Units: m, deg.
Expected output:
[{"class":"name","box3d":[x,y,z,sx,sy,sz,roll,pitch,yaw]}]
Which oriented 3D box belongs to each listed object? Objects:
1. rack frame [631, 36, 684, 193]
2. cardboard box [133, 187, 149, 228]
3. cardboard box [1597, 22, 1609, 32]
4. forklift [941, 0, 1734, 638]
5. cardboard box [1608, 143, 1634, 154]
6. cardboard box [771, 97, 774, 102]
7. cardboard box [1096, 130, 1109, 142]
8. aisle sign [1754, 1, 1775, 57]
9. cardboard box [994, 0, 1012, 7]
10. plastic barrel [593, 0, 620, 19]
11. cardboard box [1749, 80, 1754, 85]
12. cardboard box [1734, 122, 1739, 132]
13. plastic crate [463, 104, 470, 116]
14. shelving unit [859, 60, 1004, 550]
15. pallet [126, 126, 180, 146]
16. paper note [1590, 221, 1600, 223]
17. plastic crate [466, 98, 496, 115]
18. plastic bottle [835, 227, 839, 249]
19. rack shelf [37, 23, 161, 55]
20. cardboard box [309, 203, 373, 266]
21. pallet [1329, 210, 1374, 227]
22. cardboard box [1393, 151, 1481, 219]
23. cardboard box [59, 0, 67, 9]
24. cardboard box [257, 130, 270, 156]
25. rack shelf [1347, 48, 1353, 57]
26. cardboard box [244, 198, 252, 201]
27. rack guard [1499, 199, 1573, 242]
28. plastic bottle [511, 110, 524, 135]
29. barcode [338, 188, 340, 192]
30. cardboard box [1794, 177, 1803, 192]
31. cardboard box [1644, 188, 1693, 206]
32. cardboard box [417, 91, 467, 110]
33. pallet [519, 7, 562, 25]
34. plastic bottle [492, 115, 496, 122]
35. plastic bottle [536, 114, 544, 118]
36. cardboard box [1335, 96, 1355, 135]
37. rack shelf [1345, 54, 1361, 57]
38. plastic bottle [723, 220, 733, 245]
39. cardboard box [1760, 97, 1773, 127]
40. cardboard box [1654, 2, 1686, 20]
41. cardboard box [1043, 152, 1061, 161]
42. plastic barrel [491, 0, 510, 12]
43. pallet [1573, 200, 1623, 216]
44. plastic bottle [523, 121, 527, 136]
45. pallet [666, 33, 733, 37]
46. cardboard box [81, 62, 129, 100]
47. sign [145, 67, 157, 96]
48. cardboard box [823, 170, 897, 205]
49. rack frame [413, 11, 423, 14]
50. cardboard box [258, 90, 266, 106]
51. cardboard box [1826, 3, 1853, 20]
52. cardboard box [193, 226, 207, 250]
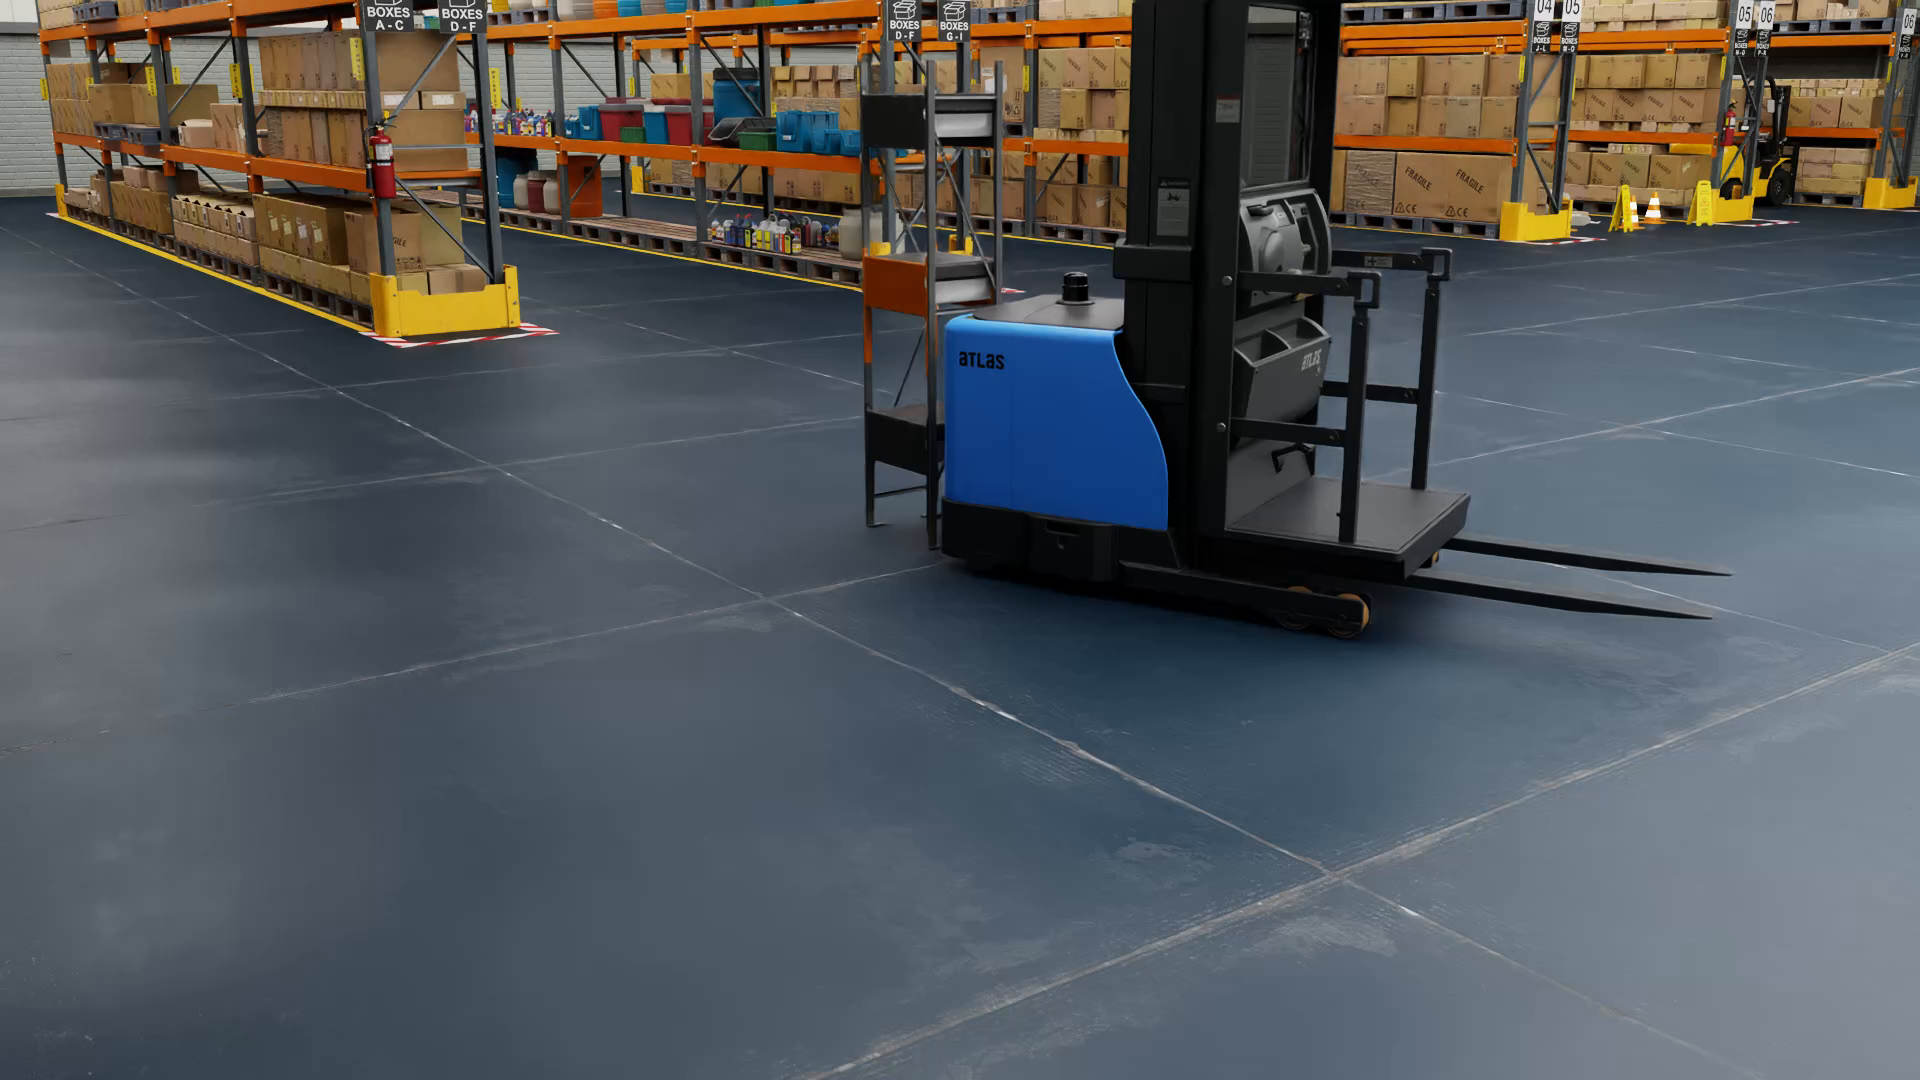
[{"class":"rack frame","box3d":[-5.736,-8.189,31.815,1.000,3.000,0.127,-11,19,-35]},{"class":"cardboard box","box3d":[-10.405,-4.336,21.636,0.500,0.500,0.500,-12,19,-37]},{"class":"cardboard box","box3d":[10.228,-8.056,26.122,0.380,0.149,0.250,-11,19,-34]},{"class":"forklift","box3d":[1.456,-1.206,6.429,3.031,2.935,1.130,9,18,29]},{"class":"cardboard box","box3d":[10.436,-6.171,26.205,0.380,0.149,0.250,-10,18,-32]},{"class":"cardboard box","box3d":[-3.020,-7.139,27.788,0.500,0.500,0.500,-11,19,-34]},{"class":"cardboard box","box3d":[1.957,-5.150,21.186,0.380,0.149,0.250,-11,19,-35]},{"class":"aisle sign","box3d":[11.974,-7.600,24.736,0.394,0.787,0.004,-11,19,-35]},{"class":"cardboard box","box3d":[0.686,-7.397,22.695,0.396,0.266,0.258,-10,18,-33]},{"class":"plastic barrel","box3d":[-4.347,-7.017,21.037,0.600,0.830,0.708,-11,19,-35]},{"class":"cardboard box","box3d":[14.117,-8.064,29.375,0.380,0.149,0.250,-11,19,-35]},{"class":"cardboard box","box3d":[11.655,-6.294,25.367,0.380,0.149,0.250,-11,19,-34]},{"class":"plastic crate","box3d":[-7.941,-6.634,26.050,0.392,0.384,0.575,-11,19,-35]},{"class":"shelving unit","box3d":[-0.127,-1.051,7.439,0.431,2.100,0.503,-12,19,-36]},{"class":"pallet","box3d":[-9.503,-4.985,20.472,1.213,0.211,1.003,-11,19,-35]},{"class":"paper note","box3d":[9.521,-4.772,24.952,0.142,0.019,0.148,10,18,33]},{"class":"plastic crate","box3d":[-7.713,-6.856,26.707,0.402,0.464,0.583,-11,19,-35]},{"class":"plastic bottle","box3d":[-1.351,-3.409,18.684,0.097,0.271,0.097,0,15,0]},{"class":"rack shelf","box3d":[-12.576,-7.325,24.338,1.077,0.370,4.000,-11,19,-35]},{"class":"cardboard box","box3d":[-5.500,-2.753,14.947,0.500,0.500,0.500,-11,19,-35]},{"class":"pallet","box3d":[5.774,-4.856,24.917,1.003,0.211,1.213,-11,19,-35]},{"class":"cardboard box","box3d":[6.771,-5.021,23.468,0.875,0.875,0.875,-11,19,-35]},{"class":"cardboard box","box3d":[-12.489,-7.690,23.645,0.500,0.250,0.500,-11,19,-35]},{"class":"cardboard box","box3d":[-7.021,-4.116,17.216,0.500,0.250,0.500,-9,18,-31]},{"class":"rack shelf","box3d":[5.807,-9.546,32.453,1.077,0.370,4.000,-11,19,-35]},{"class":"cardboard box","box3d":[-7.935,-3.799,19.125,0.500,0.311,0.500,-11,19,-35]},{"class":"rack guard","box3d":[7.757,-4.310,22.377,1.175,0.500,0.348,-11,19,-35]},{"class":"plastic bottle","box3d":[-6.354,-5.993,23.884,0.144,0.351,0.185,-11,19,-35]},{"class":"barcode","box3d":[-6.509,-3.679,17.418,0.001,0.075,0.075,-11,19,-35]},{"class":"cardboard box","box3d":[14.597,-6.226,29.053,0.500,0.250,0.500,-11,19,-34]},{"class":"cardboard box","box3d":[10.980,-5.323,25.756,0.500,0.250,0.500,-11,19,-35]},{"class":"cardboard box","box3d":[-4.401,-3.714,14.046,0.380,0.149,0.250,-11,19,-35]},{"class":"pallet","box3d":[-5.410,-7.246,23.045,1.003,0.211,1.213,-11,19,-35]},{"class":"plastic bottle","box3d":[-6.883,-6.151,24.602,0.152,0.276,0.135,-11,19,-35]},{"class":"plastic bottle","box3d":[-6.307,-6.258,24.994,0.152,0.276,0.135,-11,19,-35]},{"class":"cardboard box","box3d":[5.959,-6.257,24.469,0.875,0.550,0.550,-11,19,-35]},{"class":"rack shelf","box3d":[7.468,-11.171,38.391,1.077,0.370,4.000,-11,19,-35]},{"class":"plastic bottle","box3d":[-2.642,-3.556,19.211,0.152,0.276,0.135,-10,18,-33]},{"class":"cardboard box","box3d":[14.295,-7.522,29.187,0.500,0.500,0.500,-11,19,-34]},{"class":"cardboard box","box3d":[10.884,-8.006,25.184,0.500,0.250,0.500,-11,19,-35]},{"class":"cardboard box","box3d":[1.833,-6.910,29.661,0.500,0.250,0.500,-10,18,-33]},{"class":"plastic barrel","box3d":[-6.690,-8.143,24.812,0.600,0.588,0.600,0,15,0]},{"class":"pallet","box3d":[10.480,-5.421,26.984,1.003,0.211,1.213,-11,19,-35]},{"class":"plastic bottle","box3d":[-6.154,-5.838,23.600,0.097,0.201,0.097,0,15,0]},{"class":"pallet","box3d":[-4.570,-9.176,29.905,1.003,0.211,1.213,-11,19,-35]},{"class":"cardboard box","box3d":[-11.907,-6.397,23.181,0.500,0.500,0.500,-11,19,-34]},{"class":"sign","box3d":[-9.481,-5.378,19.501,0.100,0.325,0.005,-11,19,-35]},{"class":"cardboard box","box3d":[-1.422,-5.809,26.348,1.225,0.875,0.875,-12,19,-37]},{"class":"rack frame","box3d":[-9.743,-10.314,28.214,1.000,3.000,0.127,-11,19,-35]},{"class":"cardboard box","box3d":[-6.695,-4.364,16.419,0.380,0.149,0.250,-11,19,-35]},{"class":"cardboard box","box3d":[14.818,-8.899,27.995,0.396,0.266,0.258,-11,19,-34]},{"class":"cardboard box","box3d":[-8.371,-3.446,18.897,0.500,0.250,0.500,-11,19,-36]}]
